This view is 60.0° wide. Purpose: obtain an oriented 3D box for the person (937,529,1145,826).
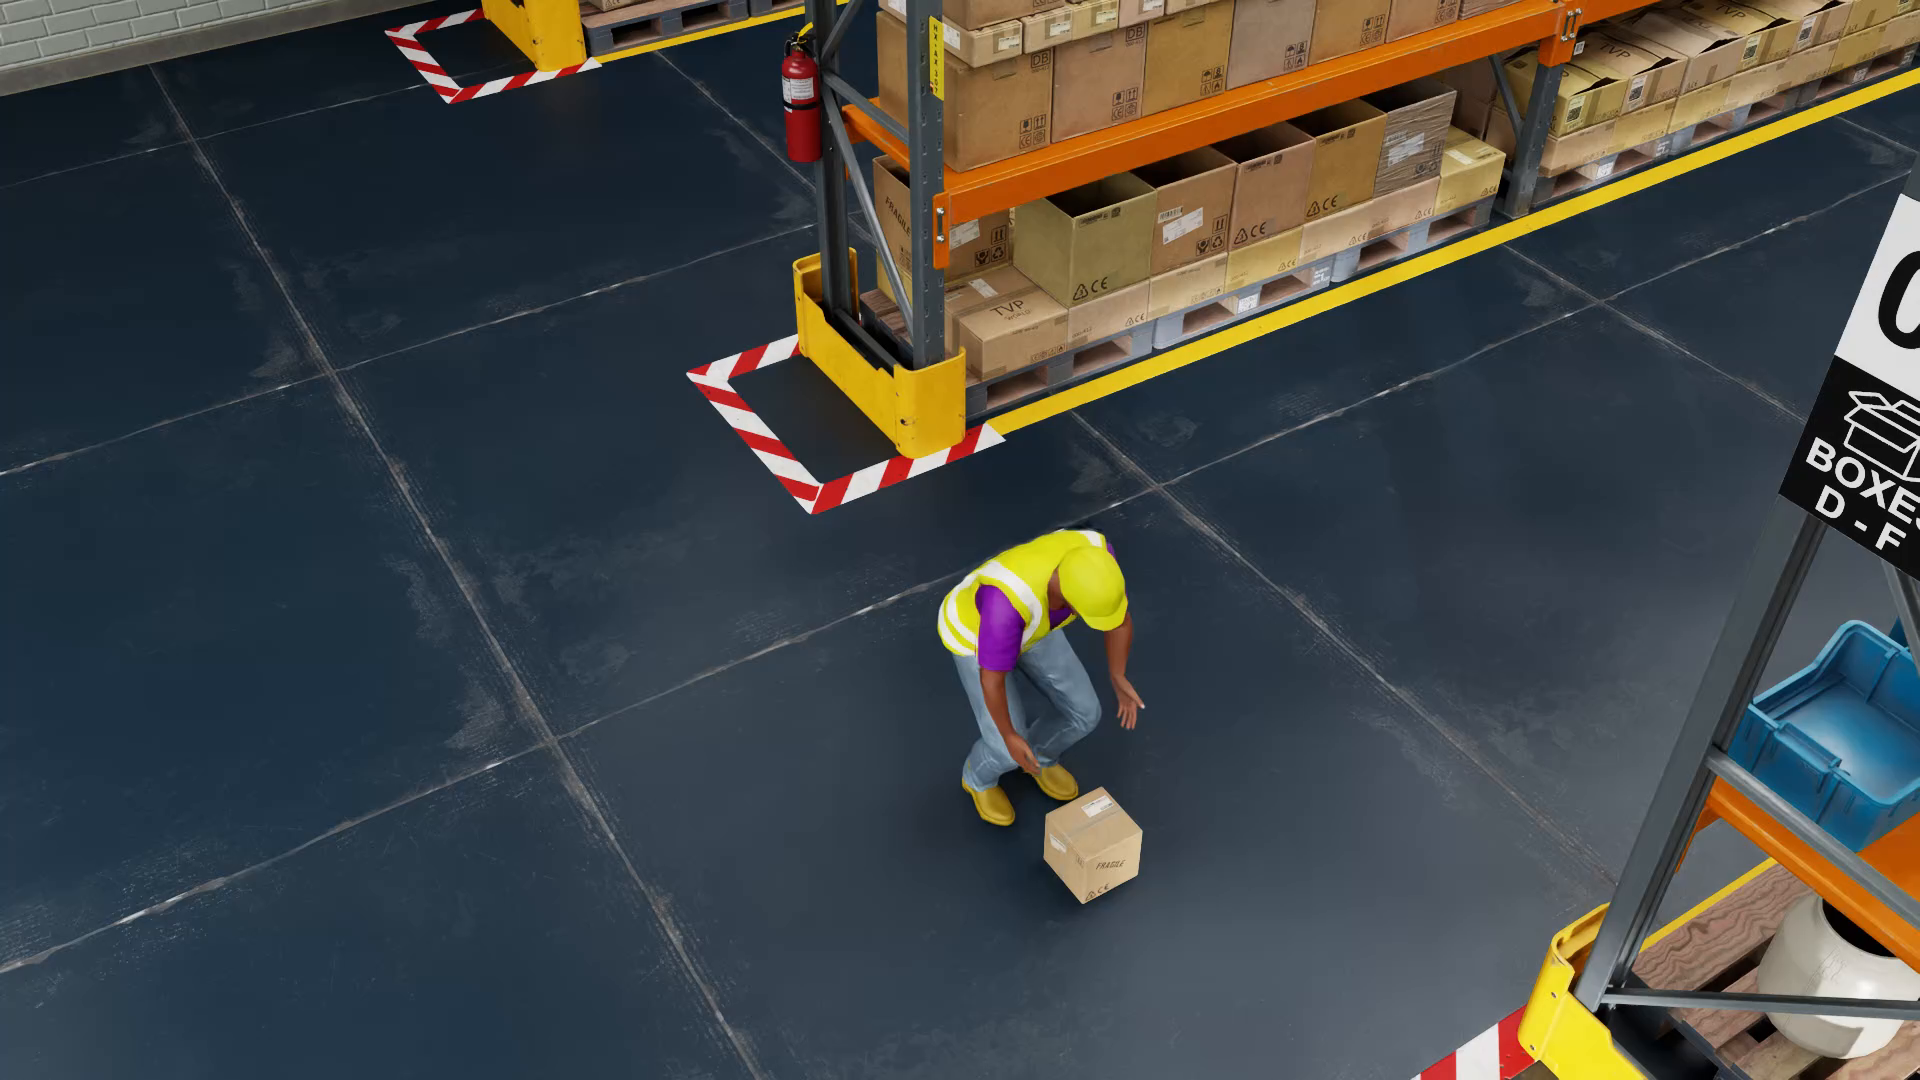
[{"bbox_3d":[0.284,0.432,5.917,0.631,1.399,0.763,-22,45,-24],"label":"person"}]
